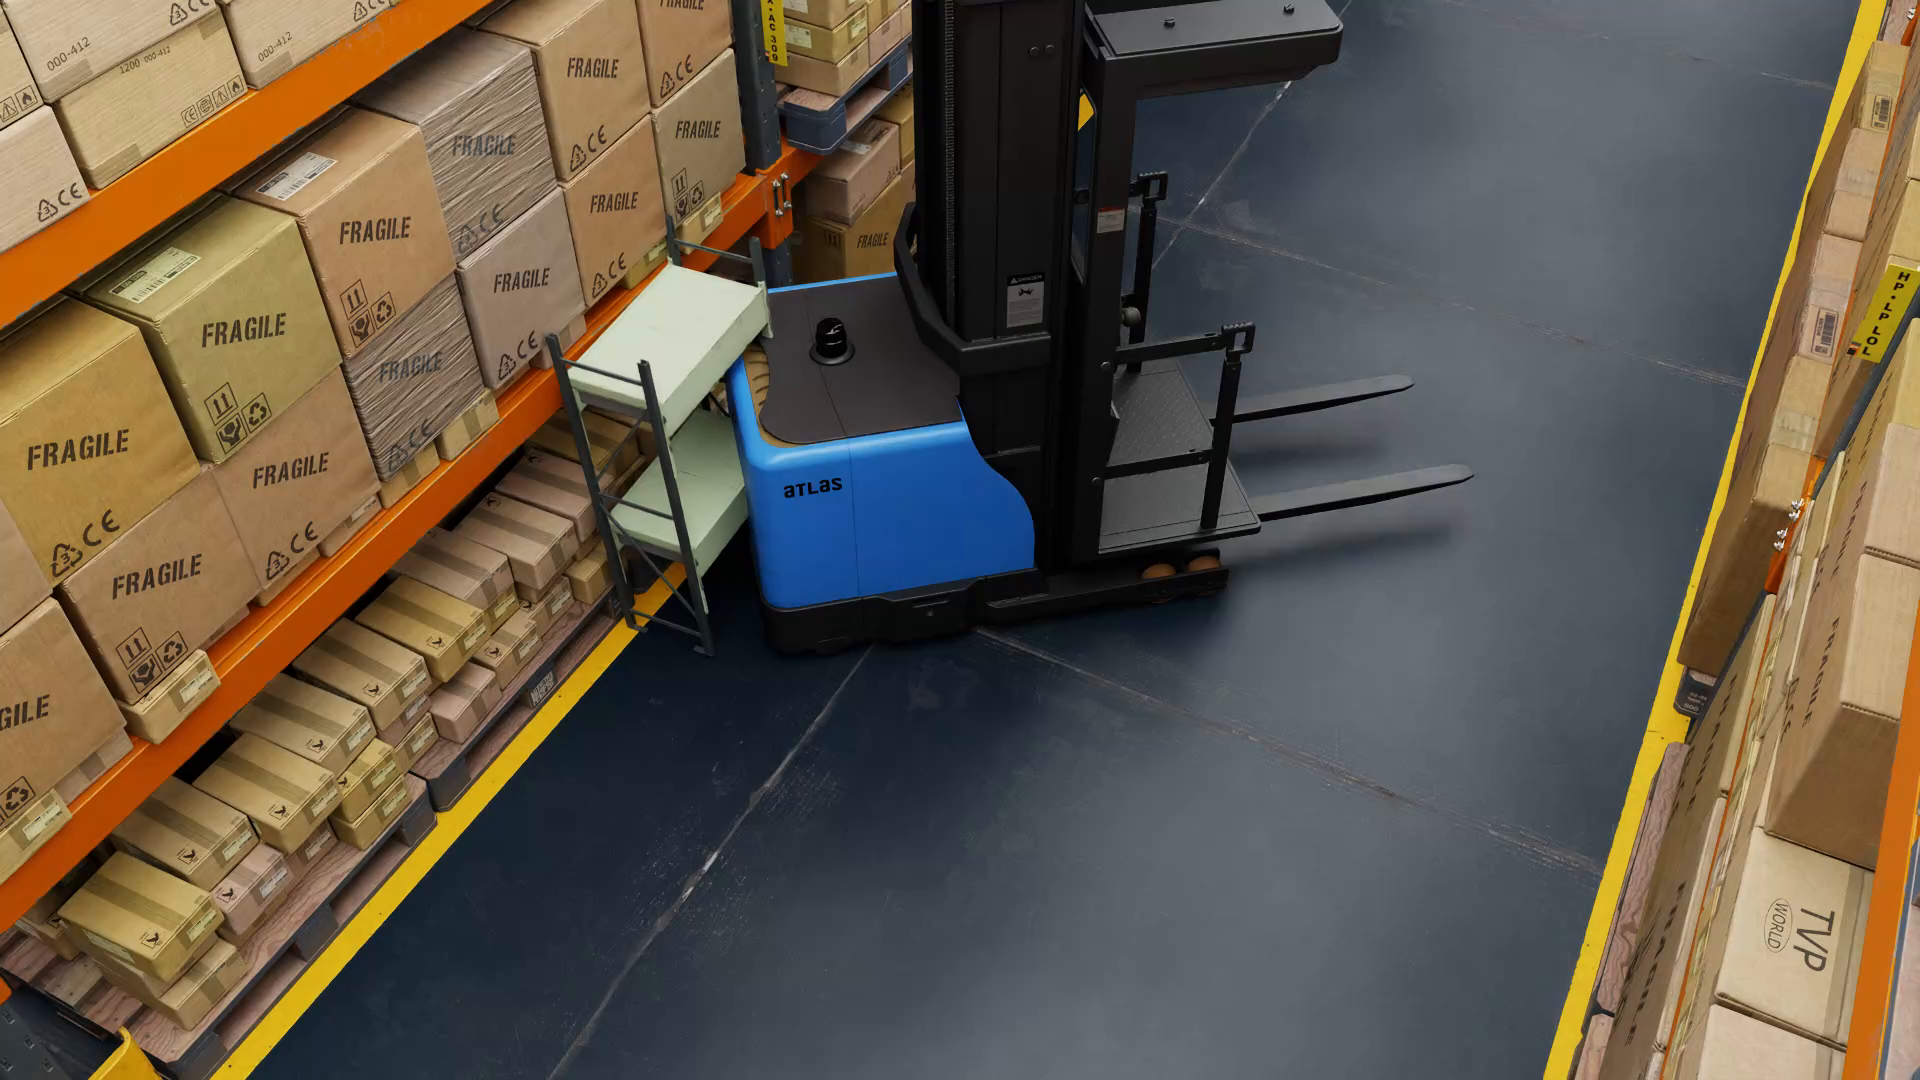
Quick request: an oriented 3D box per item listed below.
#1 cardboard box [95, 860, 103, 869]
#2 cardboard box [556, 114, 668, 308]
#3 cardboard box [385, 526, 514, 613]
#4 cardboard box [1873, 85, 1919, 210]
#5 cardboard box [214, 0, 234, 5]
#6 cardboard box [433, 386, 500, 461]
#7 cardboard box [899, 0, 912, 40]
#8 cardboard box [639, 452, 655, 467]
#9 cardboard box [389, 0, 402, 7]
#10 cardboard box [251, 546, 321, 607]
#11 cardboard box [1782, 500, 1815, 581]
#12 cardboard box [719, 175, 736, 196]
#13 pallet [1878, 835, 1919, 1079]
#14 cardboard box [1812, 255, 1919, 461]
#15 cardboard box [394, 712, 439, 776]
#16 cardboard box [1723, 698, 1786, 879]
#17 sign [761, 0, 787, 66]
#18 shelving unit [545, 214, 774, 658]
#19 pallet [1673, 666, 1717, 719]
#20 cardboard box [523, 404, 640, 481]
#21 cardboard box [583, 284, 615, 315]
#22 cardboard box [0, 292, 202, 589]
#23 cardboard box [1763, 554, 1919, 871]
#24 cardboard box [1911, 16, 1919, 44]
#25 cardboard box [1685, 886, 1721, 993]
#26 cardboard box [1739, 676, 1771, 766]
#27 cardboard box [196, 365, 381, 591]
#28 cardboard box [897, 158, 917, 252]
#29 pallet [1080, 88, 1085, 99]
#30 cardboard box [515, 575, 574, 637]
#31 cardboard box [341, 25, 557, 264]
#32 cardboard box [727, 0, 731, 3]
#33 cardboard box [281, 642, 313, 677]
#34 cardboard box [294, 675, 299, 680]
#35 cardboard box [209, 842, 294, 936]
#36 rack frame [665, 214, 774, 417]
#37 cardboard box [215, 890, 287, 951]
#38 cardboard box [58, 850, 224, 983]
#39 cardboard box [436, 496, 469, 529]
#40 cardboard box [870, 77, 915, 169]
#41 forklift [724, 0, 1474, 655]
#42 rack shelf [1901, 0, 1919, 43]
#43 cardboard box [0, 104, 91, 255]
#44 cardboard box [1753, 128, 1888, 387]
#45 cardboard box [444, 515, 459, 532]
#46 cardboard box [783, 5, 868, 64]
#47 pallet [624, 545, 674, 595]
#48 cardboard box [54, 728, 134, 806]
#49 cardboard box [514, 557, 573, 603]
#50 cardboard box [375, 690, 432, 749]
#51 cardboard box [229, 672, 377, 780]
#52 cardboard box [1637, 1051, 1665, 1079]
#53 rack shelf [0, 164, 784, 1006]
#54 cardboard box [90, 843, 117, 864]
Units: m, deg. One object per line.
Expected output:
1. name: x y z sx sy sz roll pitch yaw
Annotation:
1. cardboard box: -2.953 0.978 5.664 0.380 0.149 0.250 22 49 20
2. cardboard box: -1.402 -1.216 5.843 0.500 0.500 0.500 19 48 18
3. cardboard box: -1.873 0.121 6.092 0.380 0.149 0.250 21 49 19
4. cardboard box: 3.845 -1.474 6.308 0.500 0.500 0.500 21 49 19
5. cardboard box: -1.888 -1.612 4.159 0.500 0.250 0.500 19 48 18
6. cardboard box: -1.773 -0.446 5.539 0.380 0.149 0.250 21 49 20
7. cardboard box: -0.352 -2.289 7.065 0.380 0.149 0.250 21 49 19
8. cardboard box: -1.273 -0.398 6.814 0.380 0.149 0.250 19 48 18
9. cardboard box: -1.651 -1.773 4.670 0.500 0.250 0.500 20 49 19
10. cardboard box: -2.201 0.015 5.083 0.380 0.149 0.250 20 49 19
11. cardboard box: 2.729 0.065 5.033 0.380 0.149 0.250 21 49 19
12. cardboard box: -1.110 -1.455 6.536 0.380 0.149 0.250 20 49 19
13. pallet: 1.639 0.926 1.959 1.003 0.211 1.213 20 49 19
14. cardboard box: 3.136 -0.519 5.364 0.500 0.500 0.500 21 49 19
15. cardboard box: -2.107 0.682 5.956 0.380 0.149 0.250 21 49 19
16. cardboard box: 2.240 0.698 4.127 0.500 0.250 0.500 22 49 20
17. sign: -0.701 -1.931 6.220 0.100 0.325 0.005 20 49 19
18. shelving unit: -1.026 -0.363 6.304 0.431 1.500 0.755 17 50 19
19. pallet: 3.452 0.370 6.516 1.003 0.211 1.213 20 49 19
20. cardboard box: -1.502 -0.374 6.582 0.380 0.149 0.250 22 49 20
21. cardboard box: -1.491 -0.968 6.055 0.380 0.149 0.250 19 48 18
22. cardboard box: -2.370 -0.287 4.222 0.500 0.500 0.500 22 49 20
23. cardboard box: 2.239 0.440 3.856 0.500 0.500 0.500 19 48 18
24. cardboard box: 4.551 -2.438 7.260 0.500 0.500 0.500 22 49 20
25. cardboard box: 2.007 1.048 4.062 0.380 0.149 0.250 19 48 18
26. cardboard box: 2.365 0.563 4.541 0.380 0.149 0.250 19 48 18
27. cardboard box: -2.124 -0.262 4.901 0.500 0.500 0.500 21 49 20
28. cardboard box: -0.363 -1.781 8.144 0.500 0.500 0.500 23 50 21
29. pallet: 0.308 -2.848 9.697 1.003 0.211 1.213 20 49 19
30. cardboard box: -1.727 0.208 6.425 0.380 0.149 0.250 21 49 20
31. cardboard box: -1.649 -1.261 5.185 0.500 0.500 0.500 22 49 20
32. cardboard box: -1.175 -2.280 6.847 0.380 0.149 0.250 22 49 20
33. cardboard box: -2.581 0.384 6.041 0.380 0.149 0.250 21 49 20
34. cardboard box: -2.588 0.499 6.137 0.380 0.149 0.250 18 48 17
35. cardboard box: -2.394 1.070 5.363 0.380 0.149 0.250 20 49 19
36. rack frame: -0.871 -0.607 6.528 0.400 1.500 0.023 17 50 19
37. cardboard box: -2.466 1.157 5.486 0.380 0.149 0.250 20 49 19
38. cardboard box: -2.498 1.147 5.078 0.380 0.149 0.250 18 48 17
39. cardboard box: -2.127 -0.173 6.383 0.380 0.149 0.250 19 48 17
40. cardboard box: -0.363 -2.048 7.880 0.500 0.250 0.500 22 49 20
41. forklift: 0.612 -1.132 6.088 3.031 2.935 1.130 -9 46 -9
42. rack shelf: 5.946 -3.626 9.011 1.077 0.370 4.000 20 49 19
43. cardboard box: -2.359 -0.811 3.719 0.500 0.250 0.500 22 49 20
44. cardboard box: 4.258 -1.033 7.141 1.225 0.875 0.875 21 49 19
45. cardboard box: -2.206 -0.101 6.521 0.380 0.149 0.250 20 49 19
46. cardboard box: -0.595 -2.061 6.630 0.380 0.149 0.250 21 49 20
47. pallet: -1.466 -0.386 7.263 1.003 0.211 1.213 20 49 19
48. cardboard box: -2.520 0.538 4.566 0.380 0.149 0.250 22 49 20
49. cardboard box: -1.720 0.057 6.365 0.380 0.149 0.250 18 48 17
50. cardboard box: -2.105 0.562 5.865 0.380 0.149 0.250 18 48 17
51. cardboard box: -2.204 0.633 5.586 0.380 0.149 0.250 18 48 17
52. cardboard box: 1.953 2.017 4.126 0.875 0.875 0.875 20 49 19
53. rack shelf: -2.114 -0.288 5.711 1.077 0.370 4.000 20 49 19
54. cardboard box: -2.881 0.896 5.536 0.380 0.149 0.250 19 48 18
